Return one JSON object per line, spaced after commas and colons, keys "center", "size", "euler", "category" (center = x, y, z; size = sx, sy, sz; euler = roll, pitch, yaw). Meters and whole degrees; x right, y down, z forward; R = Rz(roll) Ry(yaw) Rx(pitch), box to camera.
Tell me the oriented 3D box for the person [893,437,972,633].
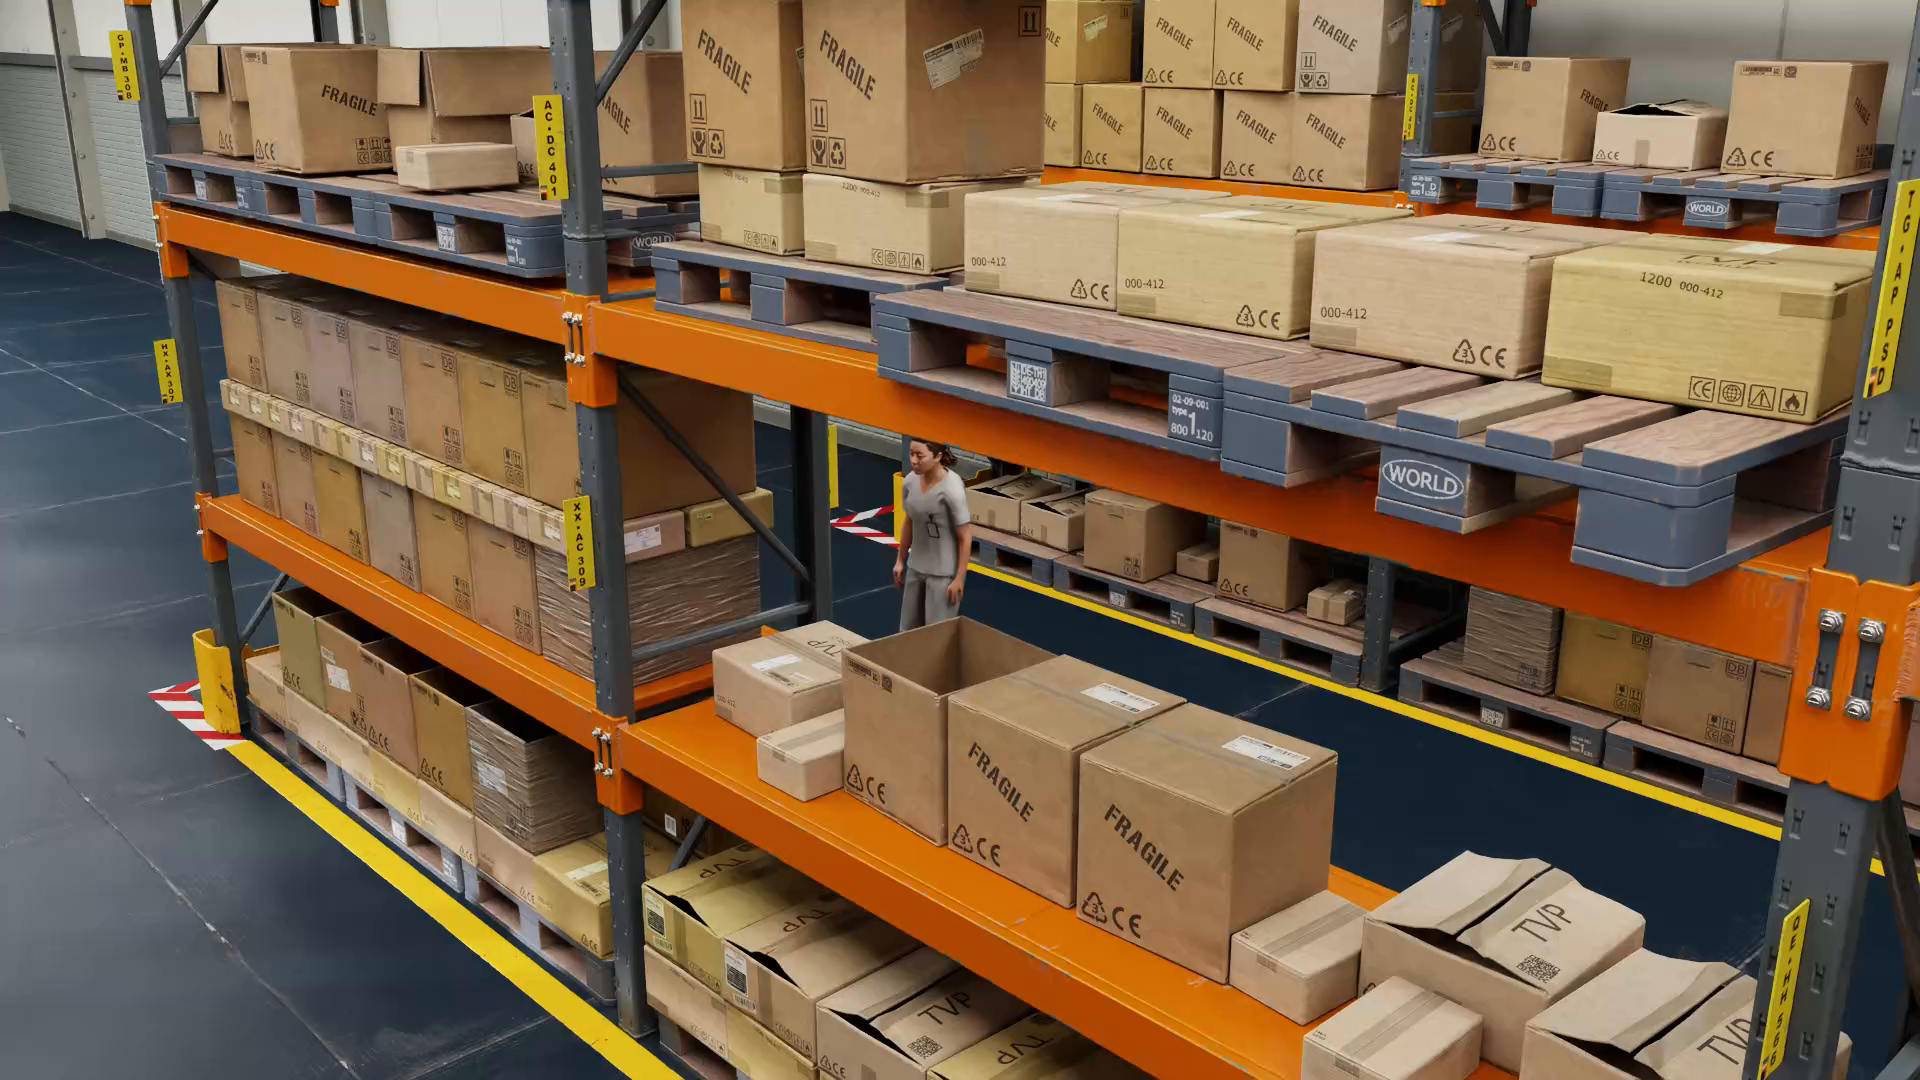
{"center": [-0.171, 0.191, 8.947], "size": [0.511, 1.670, 0.407], "euler": [16, 24, 42], "category": "person"}
